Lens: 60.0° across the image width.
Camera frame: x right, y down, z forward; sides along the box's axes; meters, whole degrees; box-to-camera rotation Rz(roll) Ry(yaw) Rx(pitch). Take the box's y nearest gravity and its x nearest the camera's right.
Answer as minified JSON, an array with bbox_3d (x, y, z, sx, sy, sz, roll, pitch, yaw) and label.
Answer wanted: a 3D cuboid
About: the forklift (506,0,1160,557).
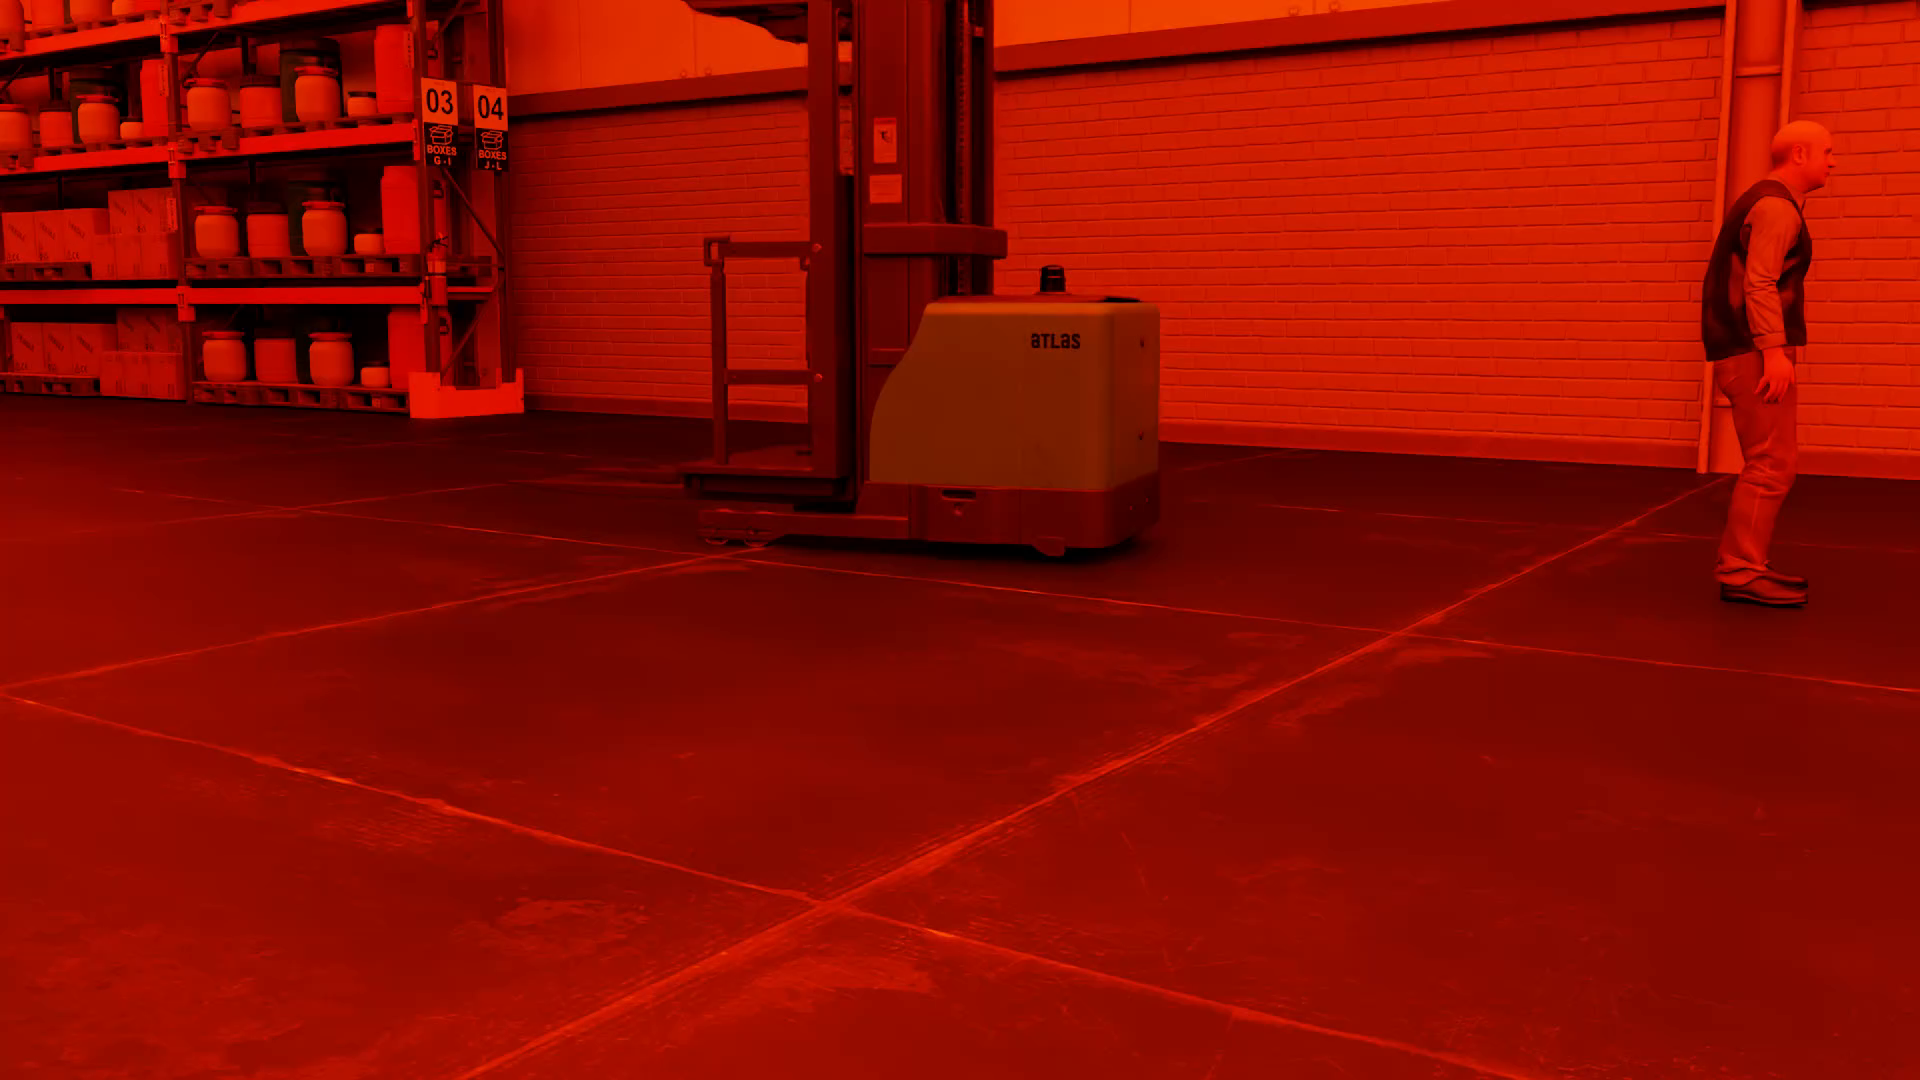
[{"bbox_3d":[-0.646,-1.482,7.618,3.031,2.935,1.130,3,9,19],"label":"forklift"}]

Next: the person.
[{"bbox_3d":[2.930,-0.651,6.080,0.426,1.719,0.579,4,9,25],"label":"person"}]
